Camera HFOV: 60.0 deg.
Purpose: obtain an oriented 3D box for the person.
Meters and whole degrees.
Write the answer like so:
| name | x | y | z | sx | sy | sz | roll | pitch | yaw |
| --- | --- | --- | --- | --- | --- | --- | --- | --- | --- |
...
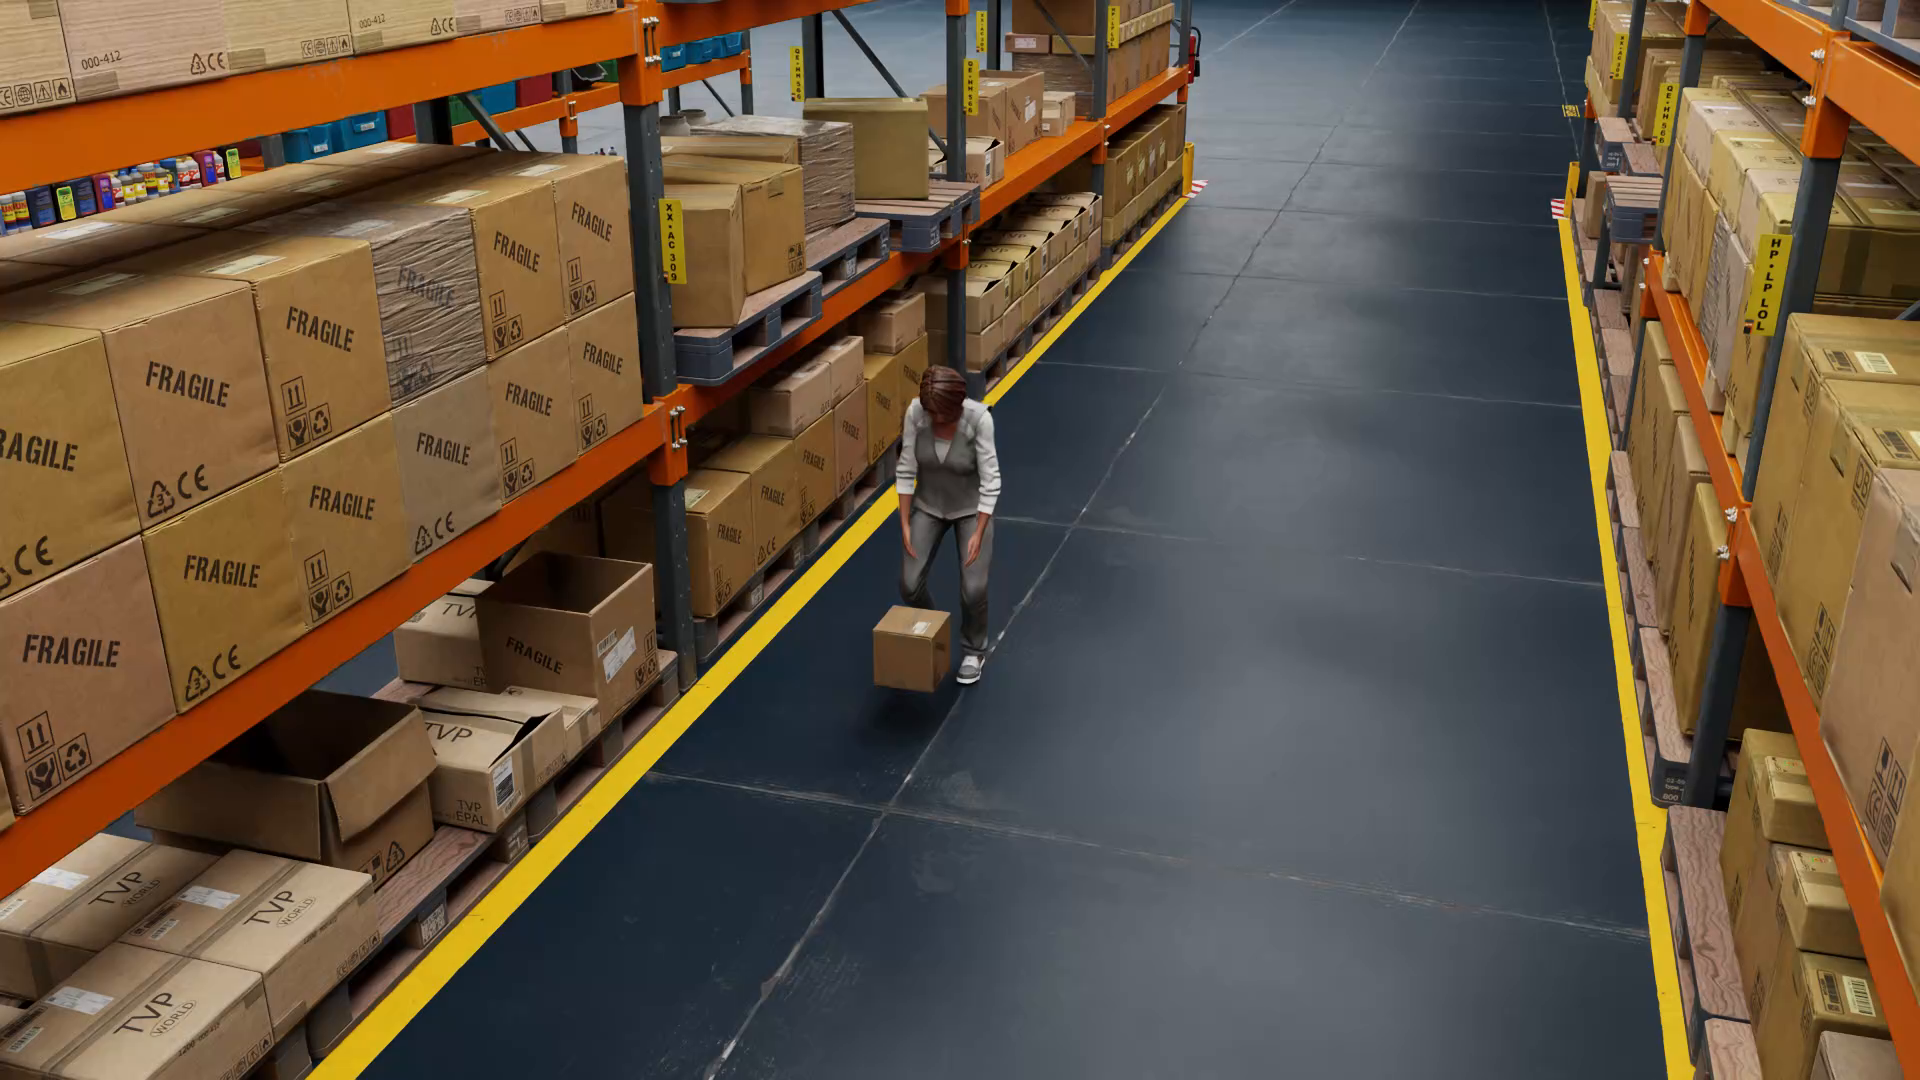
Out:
| name | x | y | z | sx | sy | sz | roll | pitch | yaw |
| --- | --- | --- | --- | --- | --- | --- | --- | --- | --- |
| person | -0.032 | -0.080 | 7.015 | 0.454 | 1.444 | 0.540 | 7 | 23 | 16 |
